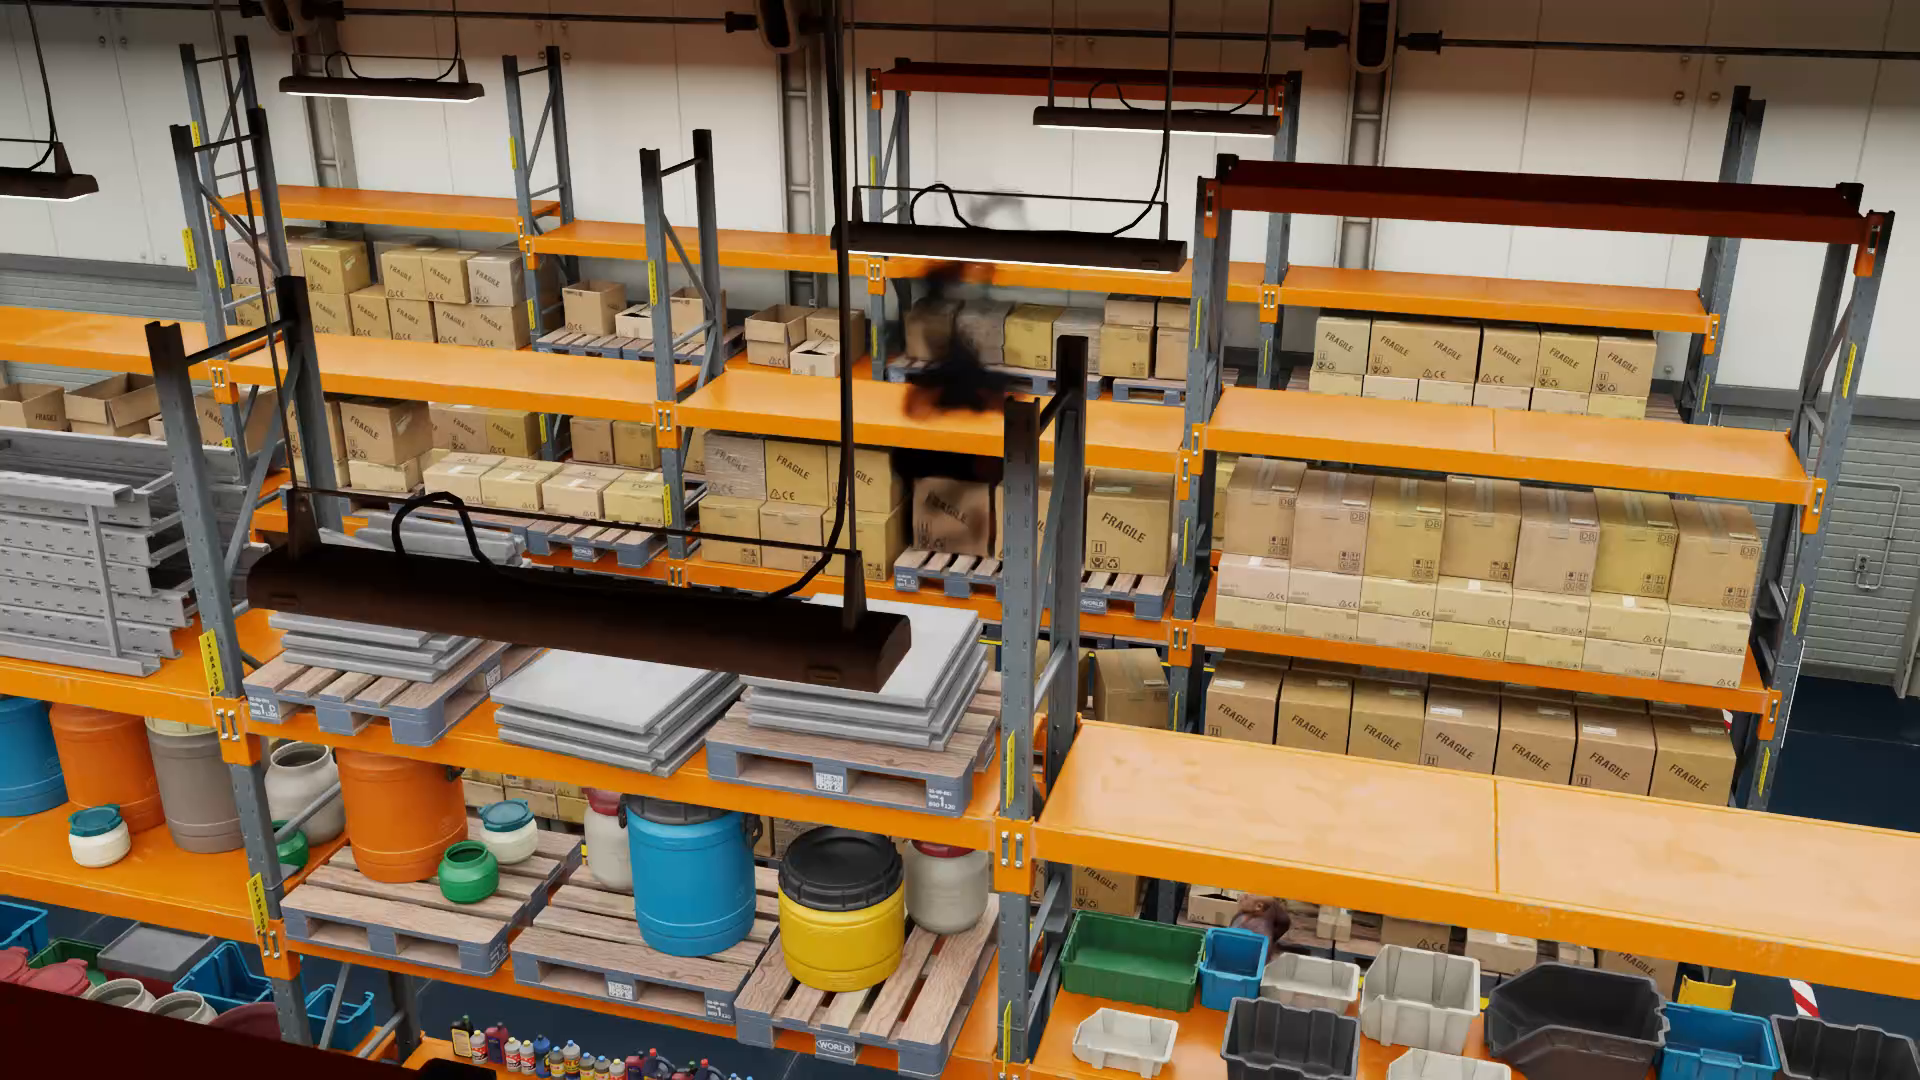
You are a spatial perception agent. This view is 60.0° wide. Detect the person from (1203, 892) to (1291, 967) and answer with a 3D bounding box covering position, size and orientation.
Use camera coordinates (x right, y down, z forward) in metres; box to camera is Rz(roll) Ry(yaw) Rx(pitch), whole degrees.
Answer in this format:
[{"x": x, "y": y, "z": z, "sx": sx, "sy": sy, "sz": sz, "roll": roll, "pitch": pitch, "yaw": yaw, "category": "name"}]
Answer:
[{"x": 1.923, "y": 3.021, "z": 11.112, "sx": 1.065, "sy": 1.764, "sz": 0.702, "roll": 2, "pitch": 23, "yaw": 5, "category": "person"}]
